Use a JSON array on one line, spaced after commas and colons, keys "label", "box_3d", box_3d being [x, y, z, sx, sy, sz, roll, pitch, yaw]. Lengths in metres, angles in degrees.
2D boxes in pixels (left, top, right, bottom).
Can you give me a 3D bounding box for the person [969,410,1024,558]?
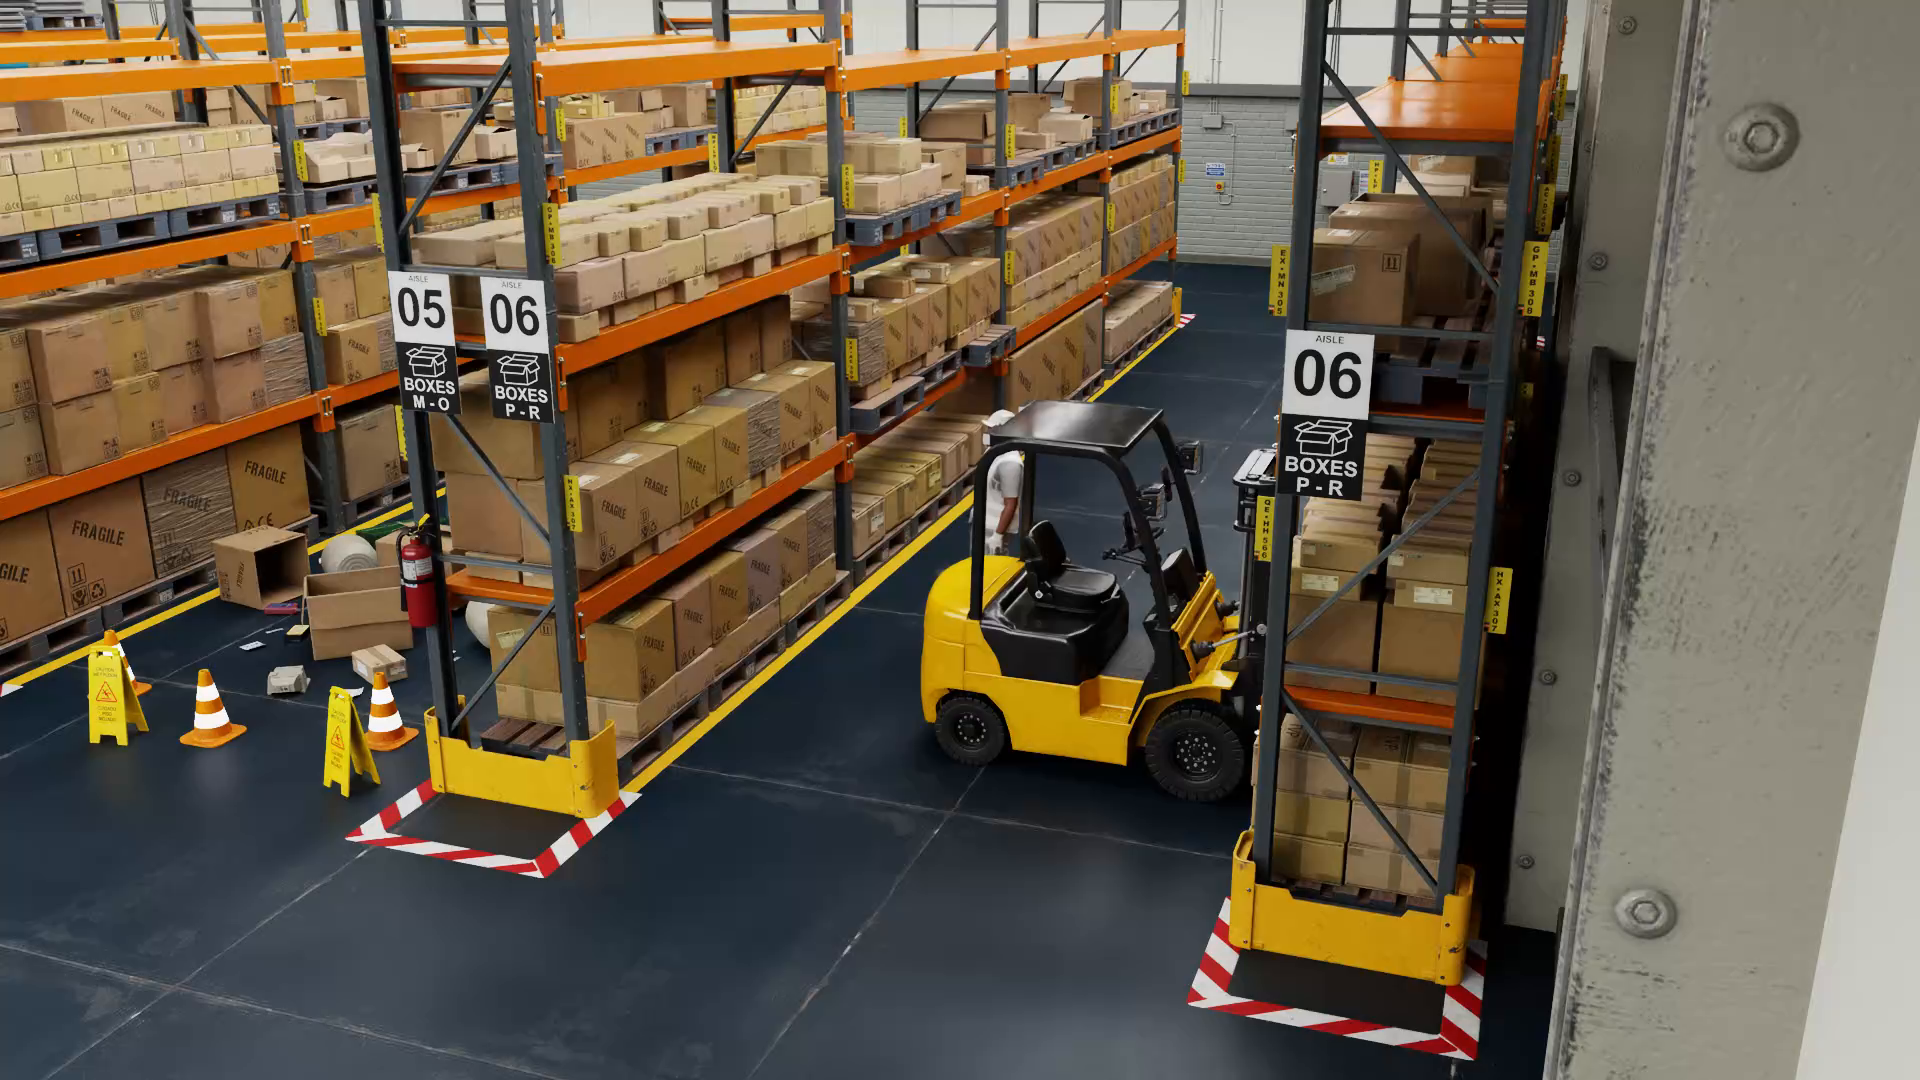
[{"label": "person", "box_3d": [0.170, -0.097, 12.292, 0.577, 1.782, 0.654, -4, 19, -12]}]
